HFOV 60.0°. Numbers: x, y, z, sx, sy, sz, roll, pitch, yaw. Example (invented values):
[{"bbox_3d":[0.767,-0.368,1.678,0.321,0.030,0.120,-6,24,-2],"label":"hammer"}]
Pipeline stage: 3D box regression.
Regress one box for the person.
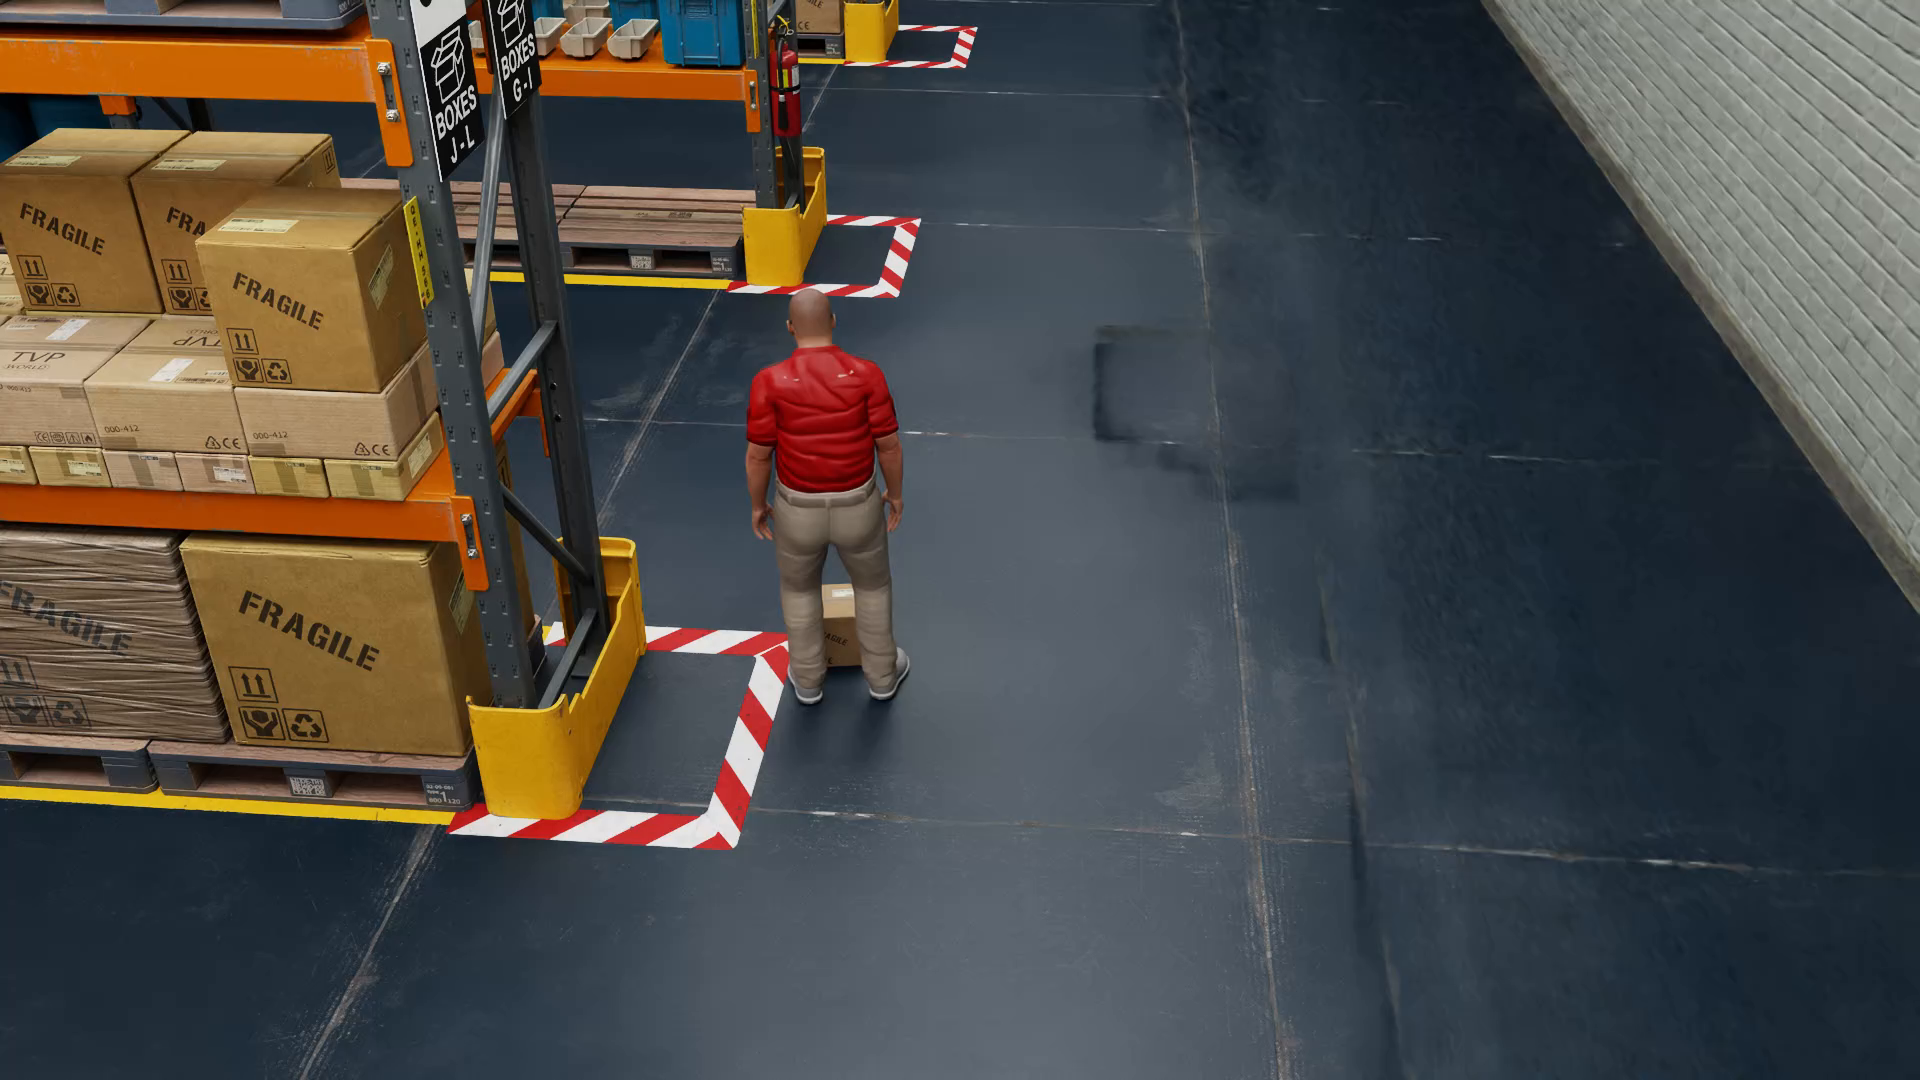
[{"bbox_3d":[-0.502,-0.135,6.368,0.606,1.726,0.396,-3,32,-5],"label":"person"}]
